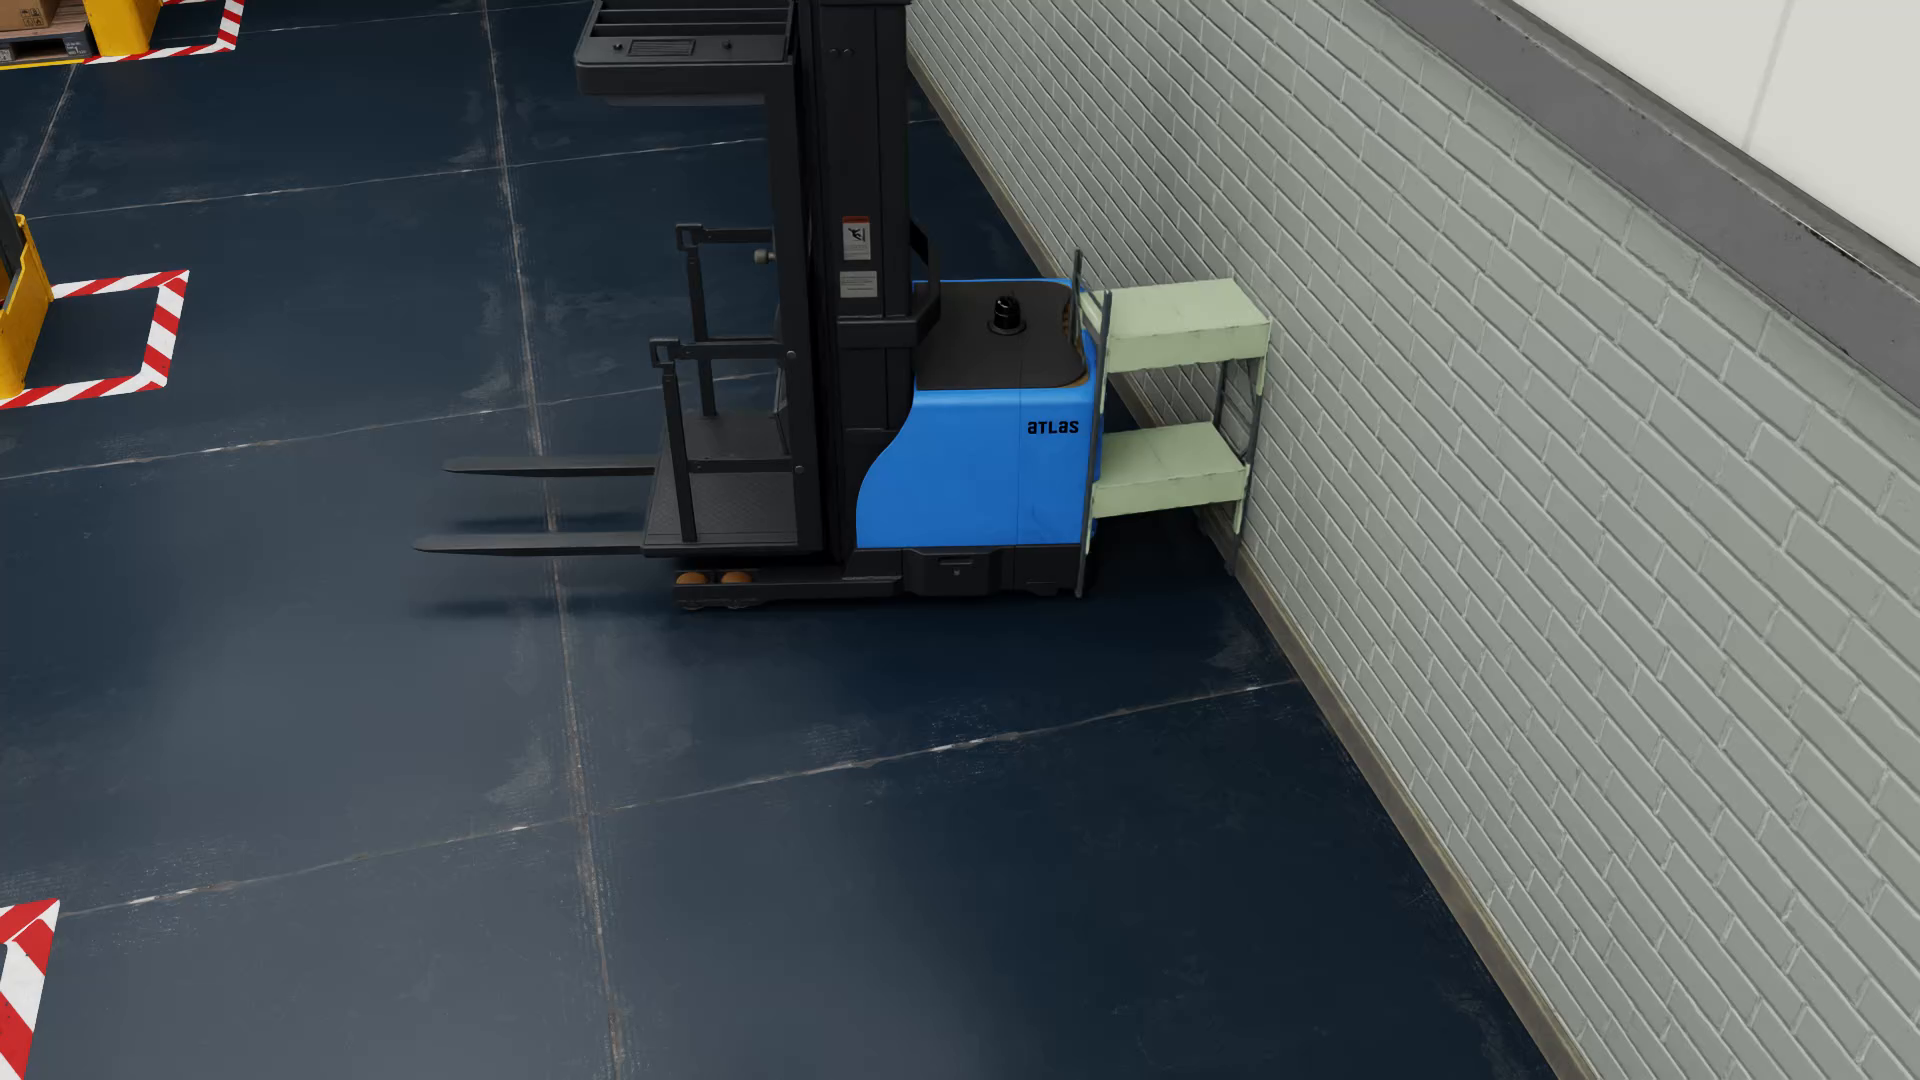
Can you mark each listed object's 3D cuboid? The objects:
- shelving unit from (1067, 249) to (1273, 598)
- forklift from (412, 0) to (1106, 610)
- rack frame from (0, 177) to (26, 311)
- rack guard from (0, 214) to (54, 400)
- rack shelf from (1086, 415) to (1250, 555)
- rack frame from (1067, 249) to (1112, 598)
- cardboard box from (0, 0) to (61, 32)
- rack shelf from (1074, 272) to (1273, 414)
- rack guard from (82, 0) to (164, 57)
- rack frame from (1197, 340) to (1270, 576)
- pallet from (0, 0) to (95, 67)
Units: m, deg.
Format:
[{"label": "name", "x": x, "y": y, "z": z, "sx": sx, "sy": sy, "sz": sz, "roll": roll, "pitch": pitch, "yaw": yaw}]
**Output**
[{"label": "shelving unit", "x": 0.857, "y": -0.512, "z": 7.163, "sx": 0.755, "sy": 1.500, "sz": 0.431, "roll": -7, "pitch": 37, "yaw": -14}, {"label": "forklift", "x": -0.915, "y": -1.184, "z": 6.885, "sx": 3.031, "sy": 2.935, "sz": 1.130, "roll": -1, "pitch": 37, "yaw": -1}, {"label": "rack frame", "x": -5.176, "y": -2.270, "z": 8.249, "sx": 0.127, "sy": 3.000, "sz": 1.000, "roll": -9, "pitch": 38, "yaw": -12}, {"label": "rack guard", "x": -5.249, "y": -1.265, "z": 8.993, "sx": 0.348, "sy": 0.500, "sz": 1.175, "roll": -9, "pitch": 38, "yaw": -12}, {"label": "rack shelf", "x": 0.846, "y": -0.249, "z": 7.354, "sx": 0.720, "sy": 0.370, "sz": 0.431, "roll": -7, "pitch": 37, "yaw": -14}, {"label": "rack frame", "x": 0.505, "y": -0.466, "z": 7.077, "sx": 0.023, "sy": 1.500, "sz": 0.400, "roll": -7, "pitch": 37, "yaw": -14}, {"label": "cardboard box", "x": -7.120, "y": -4.180, "z": 12.457, "sx": 0.500, "sy": 0.500, "sz": 0.700, "roll": -9, "pitch": 38, "yaw": -12}, {"label": "rack shelf", "x": 0.872, "y": -0.828, "z": 6.934, "sx": 0.720, "sy": 0.370, "sz": 0.431, "roll": -7, "pitch": 37, "yaw": -14}, {"label": "rack guard", "x": -6.447, "y": -4.186, "z": 12.811, "sx": 0.348, "sy": 0.500, "sz": 1.175, "roll": -9, "pitch": 38, "yaw": -12}, {"label": "rack frame", "x": 1.210, "y": -0.558, "z": 7.249, "sx": 0.023, "sy": 1.500, "sz": 0.400, "roll": -7, "pitch": 37, "yaw": -14}, {"label": "pallet", "x": -7.222, "y": -3.895, "z": 12.668, "sx": 1.213, "sy": 0.211, "sz": 1.003, "roll": -9, "pitch": 38, "yaw": -12}]
